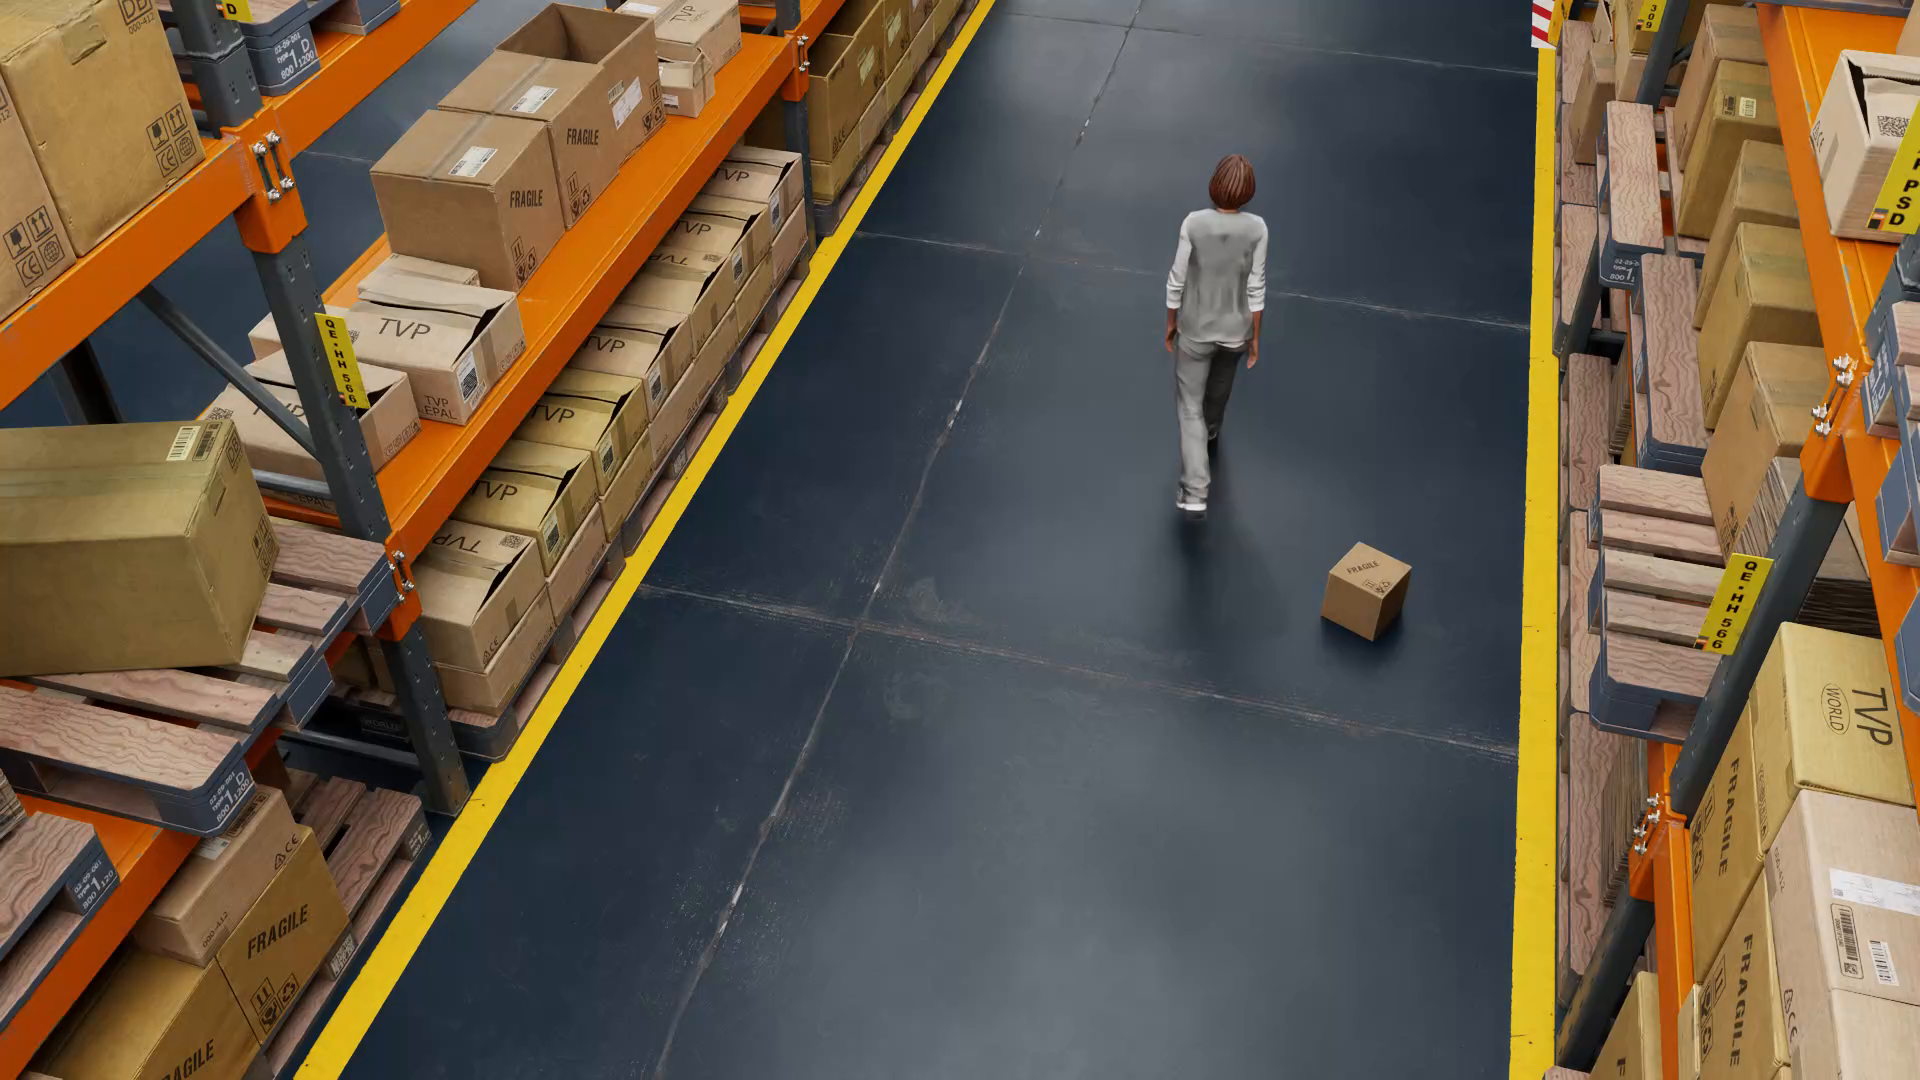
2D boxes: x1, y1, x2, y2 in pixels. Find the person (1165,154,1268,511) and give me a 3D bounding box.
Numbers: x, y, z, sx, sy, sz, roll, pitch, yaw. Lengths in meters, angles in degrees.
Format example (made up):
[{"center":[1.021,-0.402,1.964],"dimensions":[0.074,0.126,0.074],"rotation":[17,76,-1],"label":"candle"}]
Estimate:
[{"center":[1.090,-0.893,7.187],"dimensions":[0.417,1.534,0.980],"rotation":[1,42,1],"label":"person"}]
